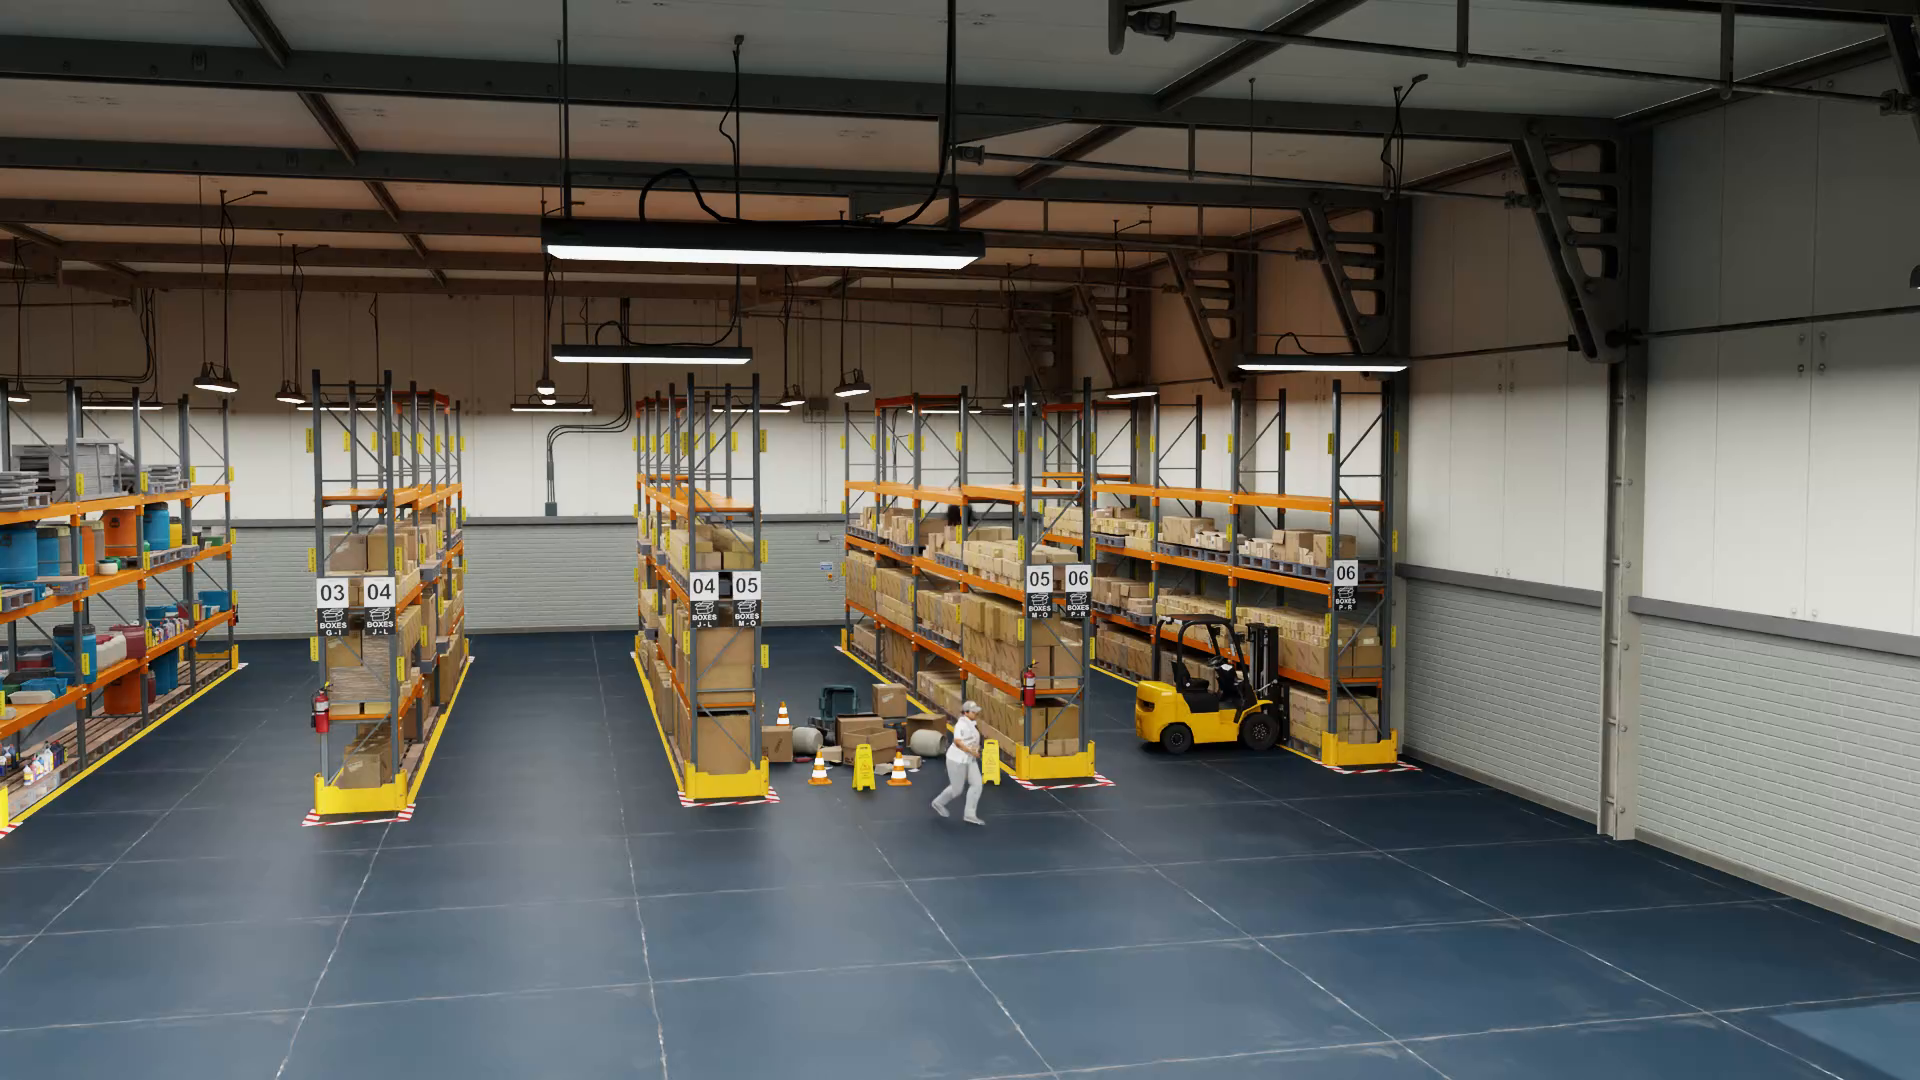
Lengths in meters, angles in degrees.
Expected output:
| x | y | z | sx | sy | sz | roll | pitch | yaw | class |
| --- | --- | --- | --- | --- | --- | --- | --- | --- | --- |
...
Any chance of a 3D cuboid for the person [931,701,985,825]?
| x | y | z | sx | sy | sz | roll | pitch | yaw | class |
| --- | --- | --- | --- | --- | --- | --- | --- | --- | --- |
| -0.045 | 2.921 | 21.936 | 0.795 | 1.634 | 0.570 | 2 | 4 | 28 | person |
